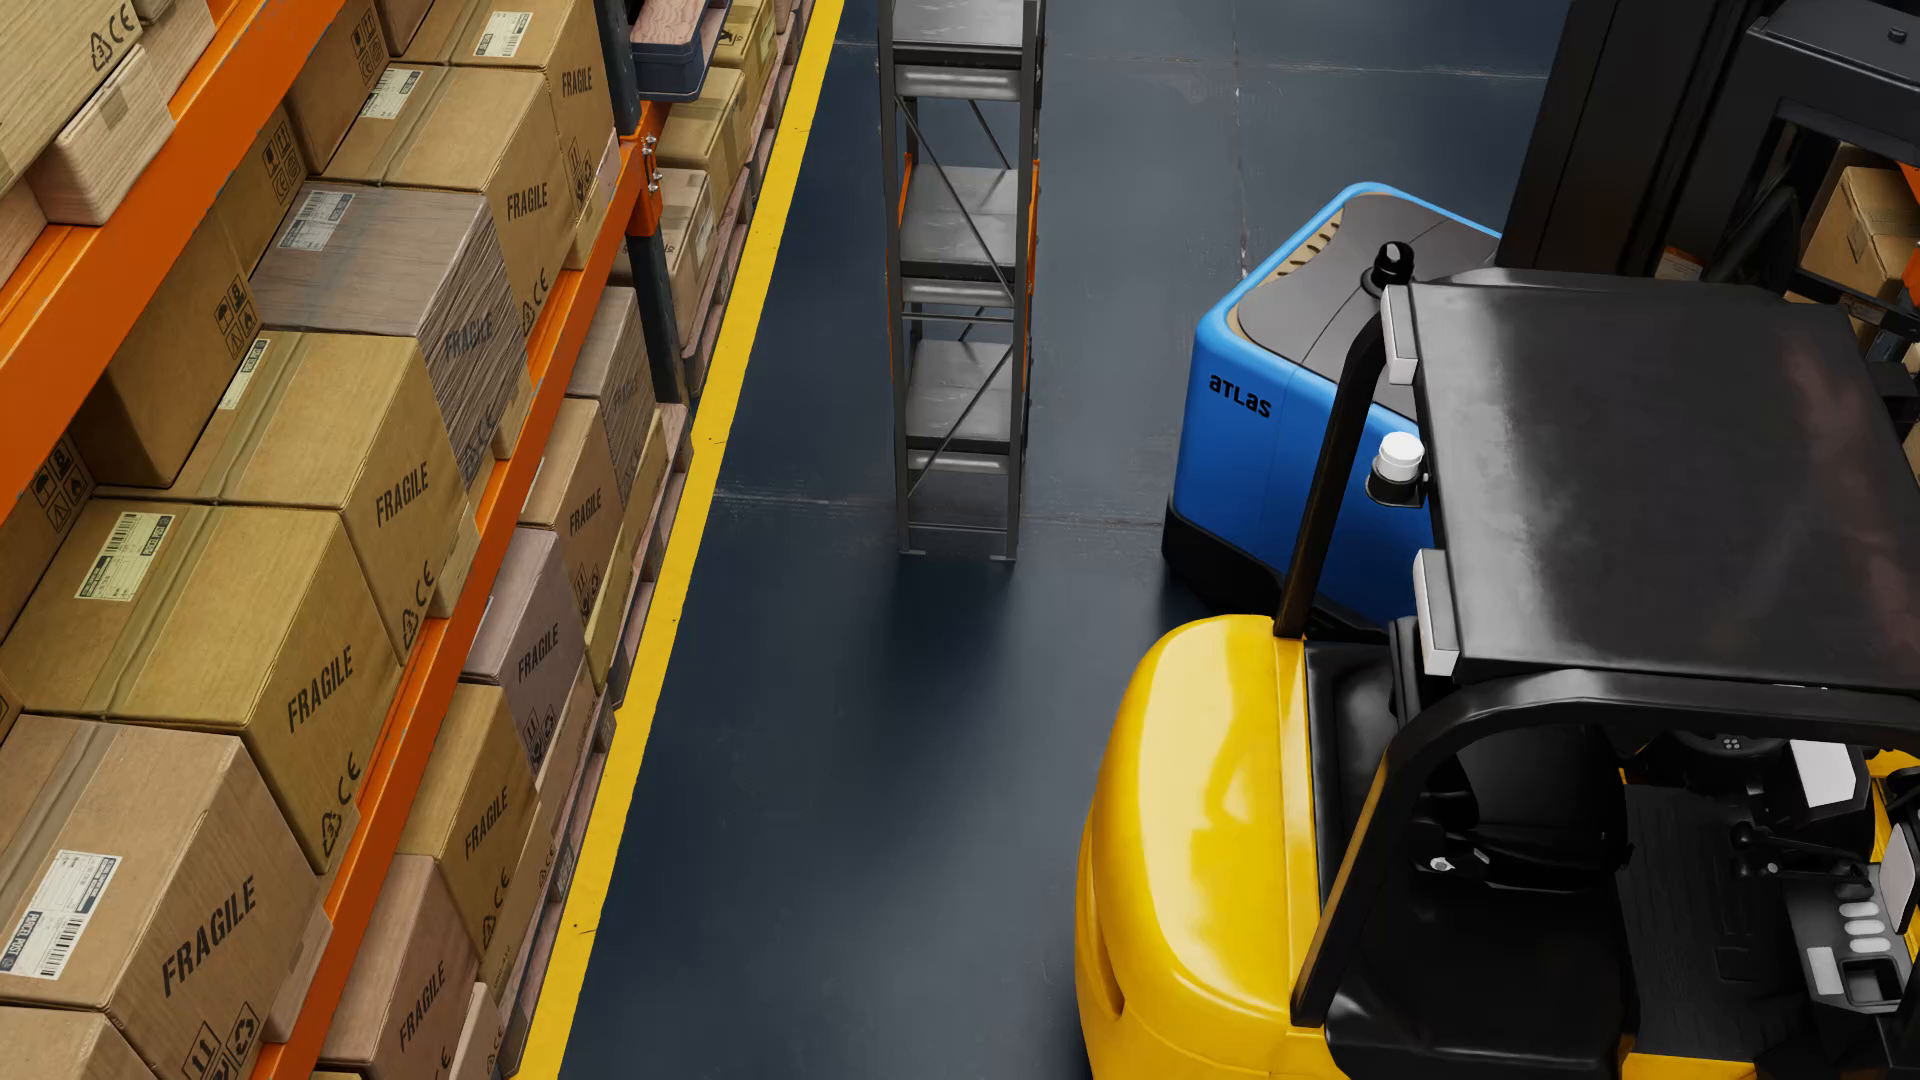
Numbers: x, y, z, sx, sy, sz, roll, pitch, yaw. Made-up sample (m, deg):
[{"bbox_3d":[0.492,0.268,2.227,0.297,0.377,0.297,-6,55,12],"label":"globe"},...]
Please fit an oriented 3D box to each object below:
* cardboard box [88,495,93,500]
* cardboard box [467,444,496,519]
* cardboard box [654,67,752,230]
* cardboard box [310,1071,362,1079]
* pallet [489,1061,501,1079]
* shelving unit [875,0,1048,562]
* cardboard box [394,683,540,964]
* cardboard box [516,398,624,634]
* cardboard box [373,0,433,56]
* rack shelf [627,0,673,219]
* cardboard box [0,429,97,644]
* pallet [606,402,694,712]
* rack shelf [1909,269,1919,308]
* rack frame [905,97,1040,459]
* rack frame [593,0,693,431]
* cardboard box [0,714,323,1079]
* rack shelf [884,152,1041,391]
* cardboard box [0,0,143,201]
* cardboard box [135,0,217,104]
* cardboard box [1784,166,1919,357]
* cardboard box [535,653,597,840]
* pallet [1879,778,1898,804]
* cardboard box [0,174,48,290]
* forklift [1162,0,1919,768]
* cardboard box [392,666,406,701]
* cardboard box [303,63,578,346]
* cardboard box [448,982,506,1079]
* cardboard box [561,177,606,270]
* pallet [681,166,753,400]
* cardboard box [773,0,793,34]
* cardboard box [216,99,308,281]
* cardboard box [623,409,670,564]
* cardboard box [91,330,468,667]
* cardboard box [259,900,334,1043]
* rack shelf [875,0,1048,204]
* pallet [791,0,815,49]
[{"bbox_3d":[-1.916,-0.156,3.590,0.500,0.500,0.500,4,48,4],"label":"cardboard box"},{"bbox_3d":[-1.359,-0.163,4.036,0.380,0.149,0.250,3,48,3],"label":"cardboard box"},{"bbox_3d":[-1.383,-1.606,6.682,0.950,0.372,0.625,7,48,6],"label":"cardboard box"},{"bbox_3d":[-1.505,1.444,3.467,0.500,0.500,0.500,2,48,2],"label":"cardboard box"},{"bbox_3d":[-1.739,1.793,3.967,1.003,0.211,1.213,4,48,4],"label":"pallet"},{"bbox_3d":[0.015,-0.830,5.086,0.431,2.100,0.503,4,48,4],"label":"shelving unit"},{"bbox_3d":[-1.407,0.691,4.156,0.500,0.500,0.500,5,48,4],"label":"cardboard box"},{"bbox_3d":[-1.322,-0.077,4.859,0.500,0.500,0.500,5,48,4],"label":"cardboard box"},{"bbox_3d":[-1.747,-1.600,4.234,0.700,0.500,0.500,3,48,3],"label":"cardboard box"},{"bbox_3d":[-1.308,-2.664,6.641,1.077,0.370,4.000,4,48,4],"label":"rack shelf"},{"bbox_3d":[-2.028,-0.113,2.873,0.700,0.500,0.500,3,48,3],"label":"cardboard box"},{"bbox_3d":[-1.517,0.000,5.607,1.003,0.211,1.213,4,48,4],"label":"pallet"},{"bbox_3d":[3.271,0.606,3.650,1.077,0.370,4.000,4,48,4],"label":"rack shelf"},{"bbox_3d":[0.037,-1.010,5.250,0.400,2.100,0.015,4,48,4],"label":"rack frame"},{"bbox_3d":[-1.491,-1.437,5.032,1.000,3.000,0.127,4,48,4],"label":"rack frame"},{"bbox_3d":[-1.492,0.658,2.846,0.500,0.500,0.500,5,48,5],"label":"cardboard box"},{"bbox_3d":[0.015,-0.821,5.097,0.431,0.518,0.480,4,48,4],"label":"rack shelf"},{"bbox_3d":[-1.466,-0.662,2.190,0.500,0.250,0.500,5,48,5],"label":"cardboard box"},{"bbox_3d":[-1.404,-0.793,2.580,0.380,0.149,0.250,3,48,2],"label":"cardboard box"},{"bbox_3d":[3.489,-0.831,5.802,0.875,0.625,0.625,6,48,5],"label":"cardboard box"},{"bbox_3d":[-1.366,0.567,4.777,0.500,0.250,0.500,5,48,4],"label":"cardboard box"},{"bbox_3d":[3.339,0.417,5.226,1.003,0.211,1.213,4,48,4],"label":"pallet"},{"bbox_3d":[-1.490,-0.418,2.237,0.380,0.149,0.250,3,48,2],"label":"cardboard box"},{"bbox_3d":[2.142,-0.484,4.207,3.031,2.935,1.130,31,55,25],"label":"forklift"},{"bbox_3d":[-1.427,0.210,3.696,0.380,0.149,0.250,3,48,2],"label":"cardboard box"},{"bbox_3d":[-1.323,-0.849,4.225,0.500,0.500,0.500,5,48,5],"label":"cardboard box"},{"bbox_3d":[-1.452,1.340,4.071,0.500,0.250,0.500,5,48,5],"label":"cardboard box"},{"bbox_3d":[-1.232,-0.912,4.722,0.380,0.149,0.250,5,48,4],"label":"cardboard box"},{"bbox_3d":[-1.421,-1.068,6.584,1.003,0.211,1.213,4,48,4],"label":"pallet"},{"bbox_3d":[-1.247,-2.674,7.659,0.950,0.372,0.625,3,48,3],"label":"cardboard box"},{"bbox_3d":[-1.888,-0.859,3.556,0.700,0.500,0.500,3,48,3],"label":"cardboard box"},{"bbox_3d":[-1.277,-0.198,5.477,0.500,0.250,0.500,6,48,5],"label":"cardboard box"},{"bbox_3d":[-1.408,-0.091,3.531,0.500,0.500,0.500,3,48,3],"label":"cardboard box"},{"bbox_3d":[-1.435,0.792,3.163,0.380,0.149,0.250,5,48,4],"label":"cardboard box"},{"bbox_3d":[0.015,-1.294,4.580,0.431,0.518,0.480,4,48,4],"label":"rack shelf"},{"bbox_3d":[-1.199,-2.861,8.224,1.003,0.211,1.213,4,48,4],"label":"pallet"}]
